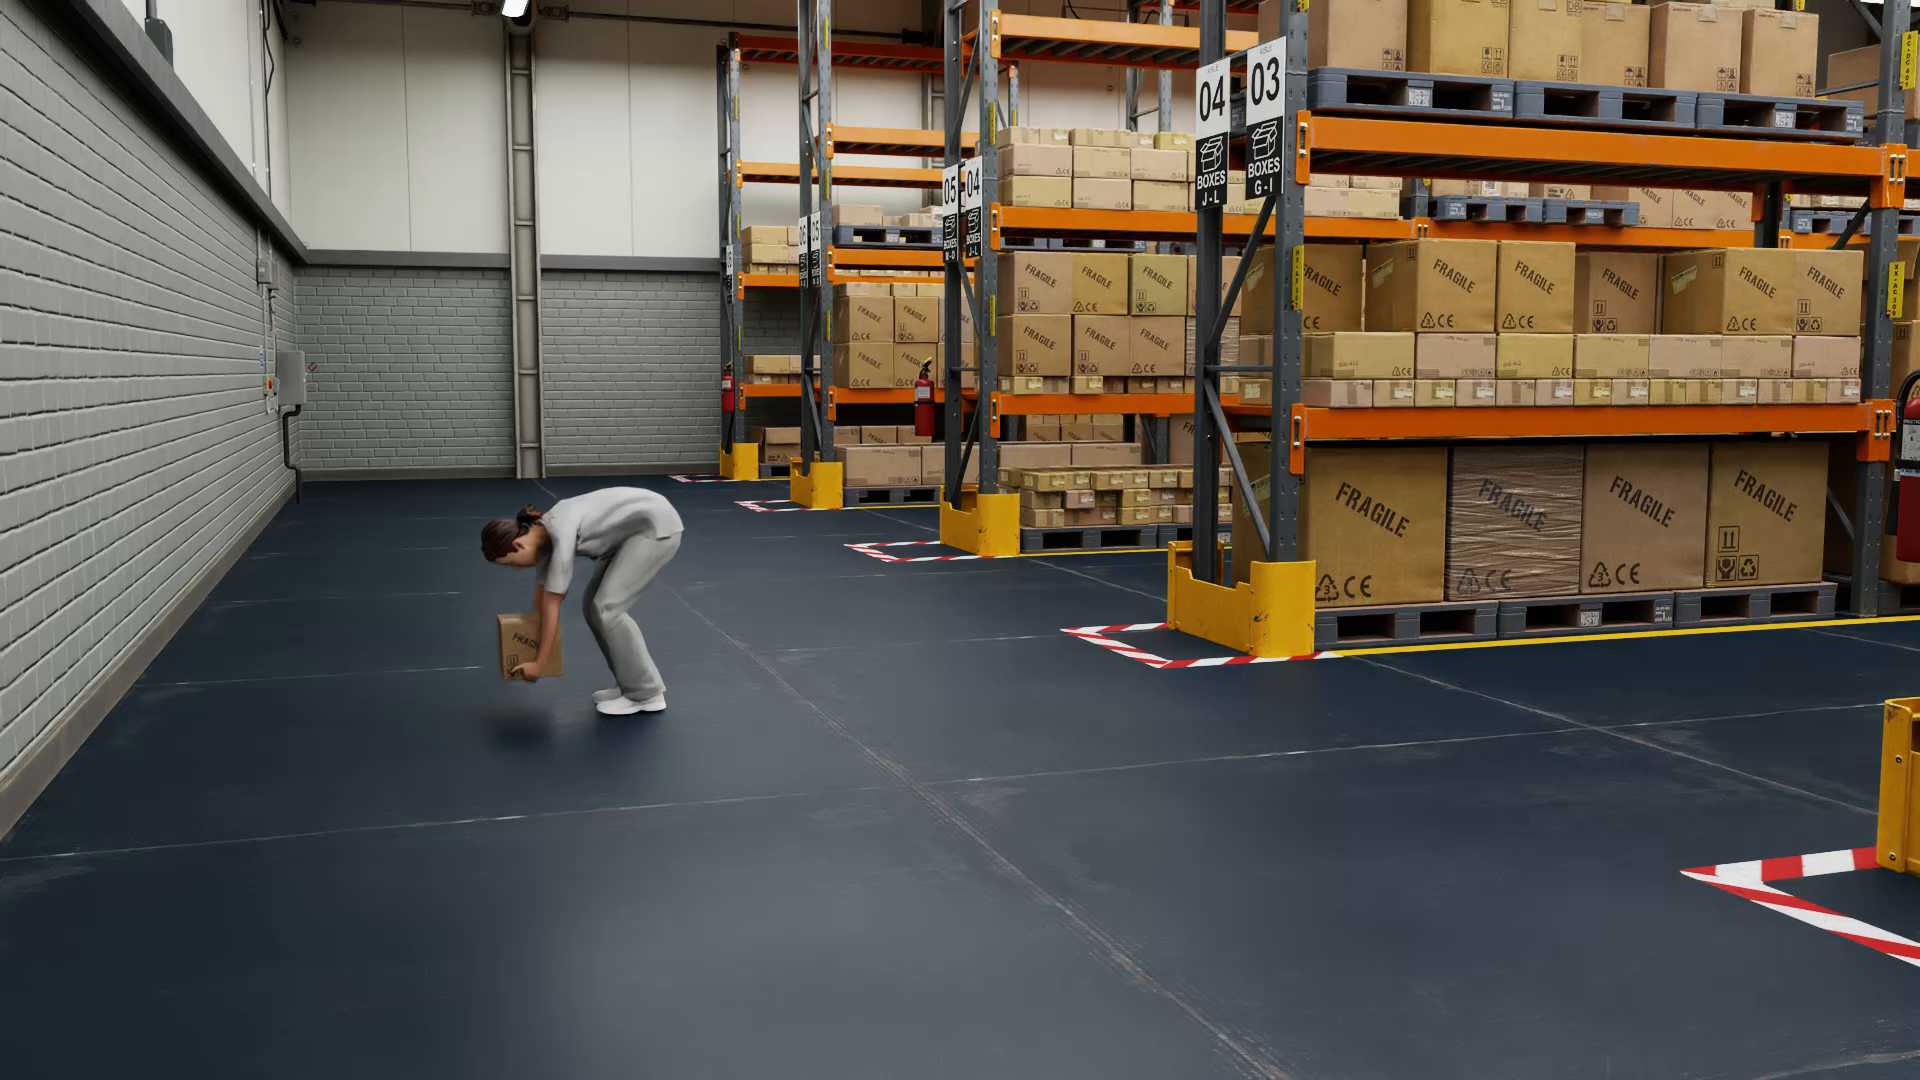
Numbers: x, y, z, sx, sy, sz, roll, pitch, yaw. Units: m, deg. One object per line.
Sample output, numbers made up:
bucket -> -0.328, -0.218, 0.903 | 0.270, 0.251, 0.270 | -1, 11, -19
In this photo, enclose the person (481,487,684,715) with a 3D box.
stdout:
person -> -1.649, 0.267, 7.302 | 0.864, 0.986, 0.452 | -2, 6, -21
